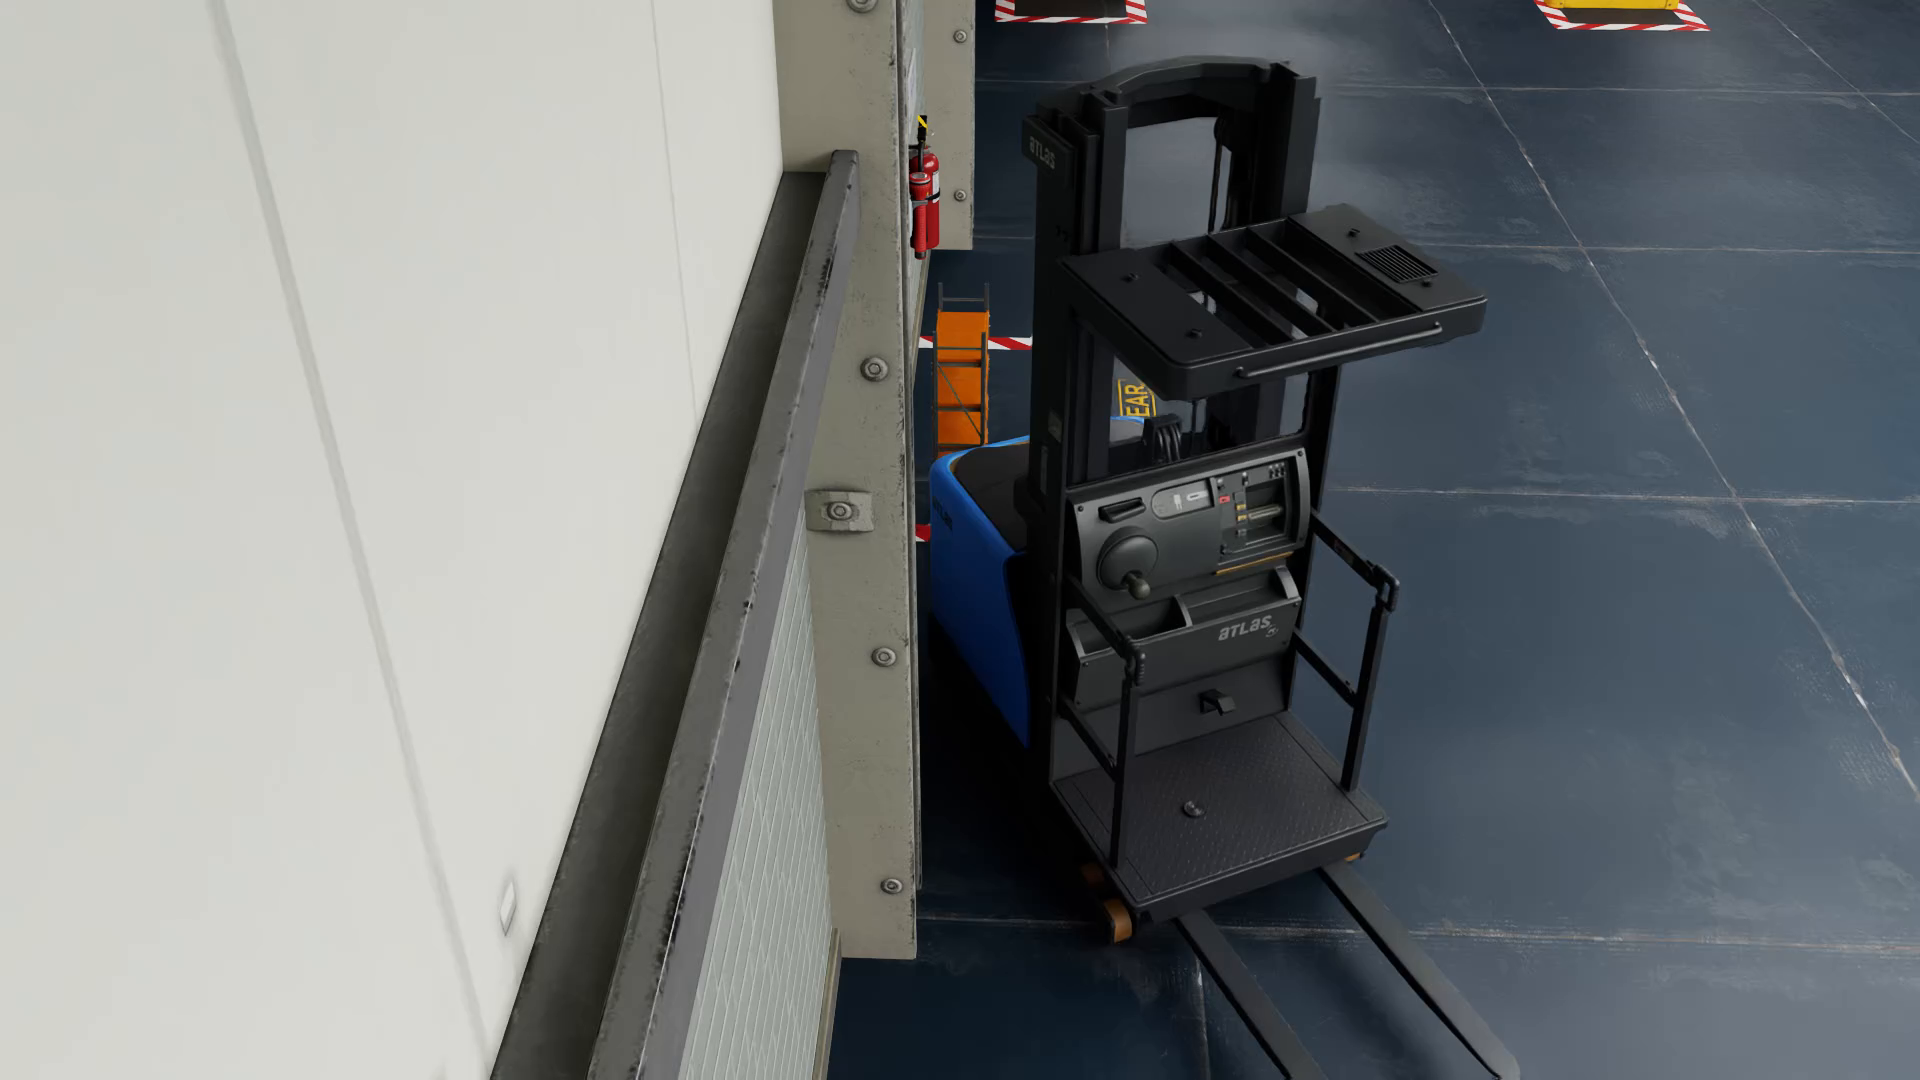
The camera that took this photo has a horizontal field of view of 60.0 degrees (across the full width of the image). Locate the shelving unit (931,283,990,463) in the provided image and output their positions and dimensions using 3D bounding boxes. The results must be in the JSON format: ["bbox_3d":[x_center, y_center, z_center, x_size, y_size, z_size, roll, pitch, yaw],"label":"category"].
[{"bbox_3d":[0.007,-0.586,8.040,0.258,1.200,0.503,1,35,2],"label":"shelving unit"}]

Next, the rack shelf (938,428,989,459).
[{"bbox_3d":[0.007,-0.368,8.193,0.258,0.148,0.480,1,35,2],"label":"rack shelf"}]

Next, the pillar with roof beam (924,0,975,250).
[{"bbox_3d":[4.234,-5.616,8.415,9.100,9.000,0.400,1,35,2],"label":"pillar with roof beam"}]

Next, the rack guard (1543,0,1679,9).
[{"bbox_3d":[5.959,-5.138,15.125,1.175,0.500,0.348,1,35,2],"label":"rack guard"}]

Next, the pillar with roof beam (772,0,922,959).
[{"bbox_3d":[3.993,-2.169,3.510,9.100,9.000,0.400,1,35,2],"label":"pillar with roof beam"}]

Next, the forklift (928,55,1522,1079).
[{"bbox_3d":[0.911,0.002,5.698,1.130,2.935,3.031,-14,37,-19],"label":"forklift"}]

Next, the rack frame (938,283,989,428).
[{"bbox_3d":[0.016,-0.726,8.240,0.240,1.200,0.015,1,35,2],"label":"rack frame"}]

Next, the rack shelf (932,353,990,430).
[{"bbox_3d":[0.007,-0.714,7.950,0.258,0.148,0.480,1,35,2],"label":"rack shelf"}]

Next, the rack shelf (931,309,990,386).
[{"bbox_3d":[0.007,-0.907,7.814,0.258,0.148,0.480,1,35,2],"label":"rack shelf"}]

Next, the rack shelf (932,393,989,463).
[{"bbox_3d":[0.007,-0.531,8.079,0.258,0.148,0.480,1,35,2],"label":"rack shelf"}]

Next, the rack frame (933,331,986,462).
[{"bbox_3d":[-0.003,-0.446,7.841,0.240,1.200,0.015,1,35,2],"label":"rack frame"}]

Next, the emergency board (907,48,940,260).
[{"bbox_3d":[-0.205,-1.842,8.263,0.194,1.169,0.643,1,35,2],"label":"emergency board"}]
